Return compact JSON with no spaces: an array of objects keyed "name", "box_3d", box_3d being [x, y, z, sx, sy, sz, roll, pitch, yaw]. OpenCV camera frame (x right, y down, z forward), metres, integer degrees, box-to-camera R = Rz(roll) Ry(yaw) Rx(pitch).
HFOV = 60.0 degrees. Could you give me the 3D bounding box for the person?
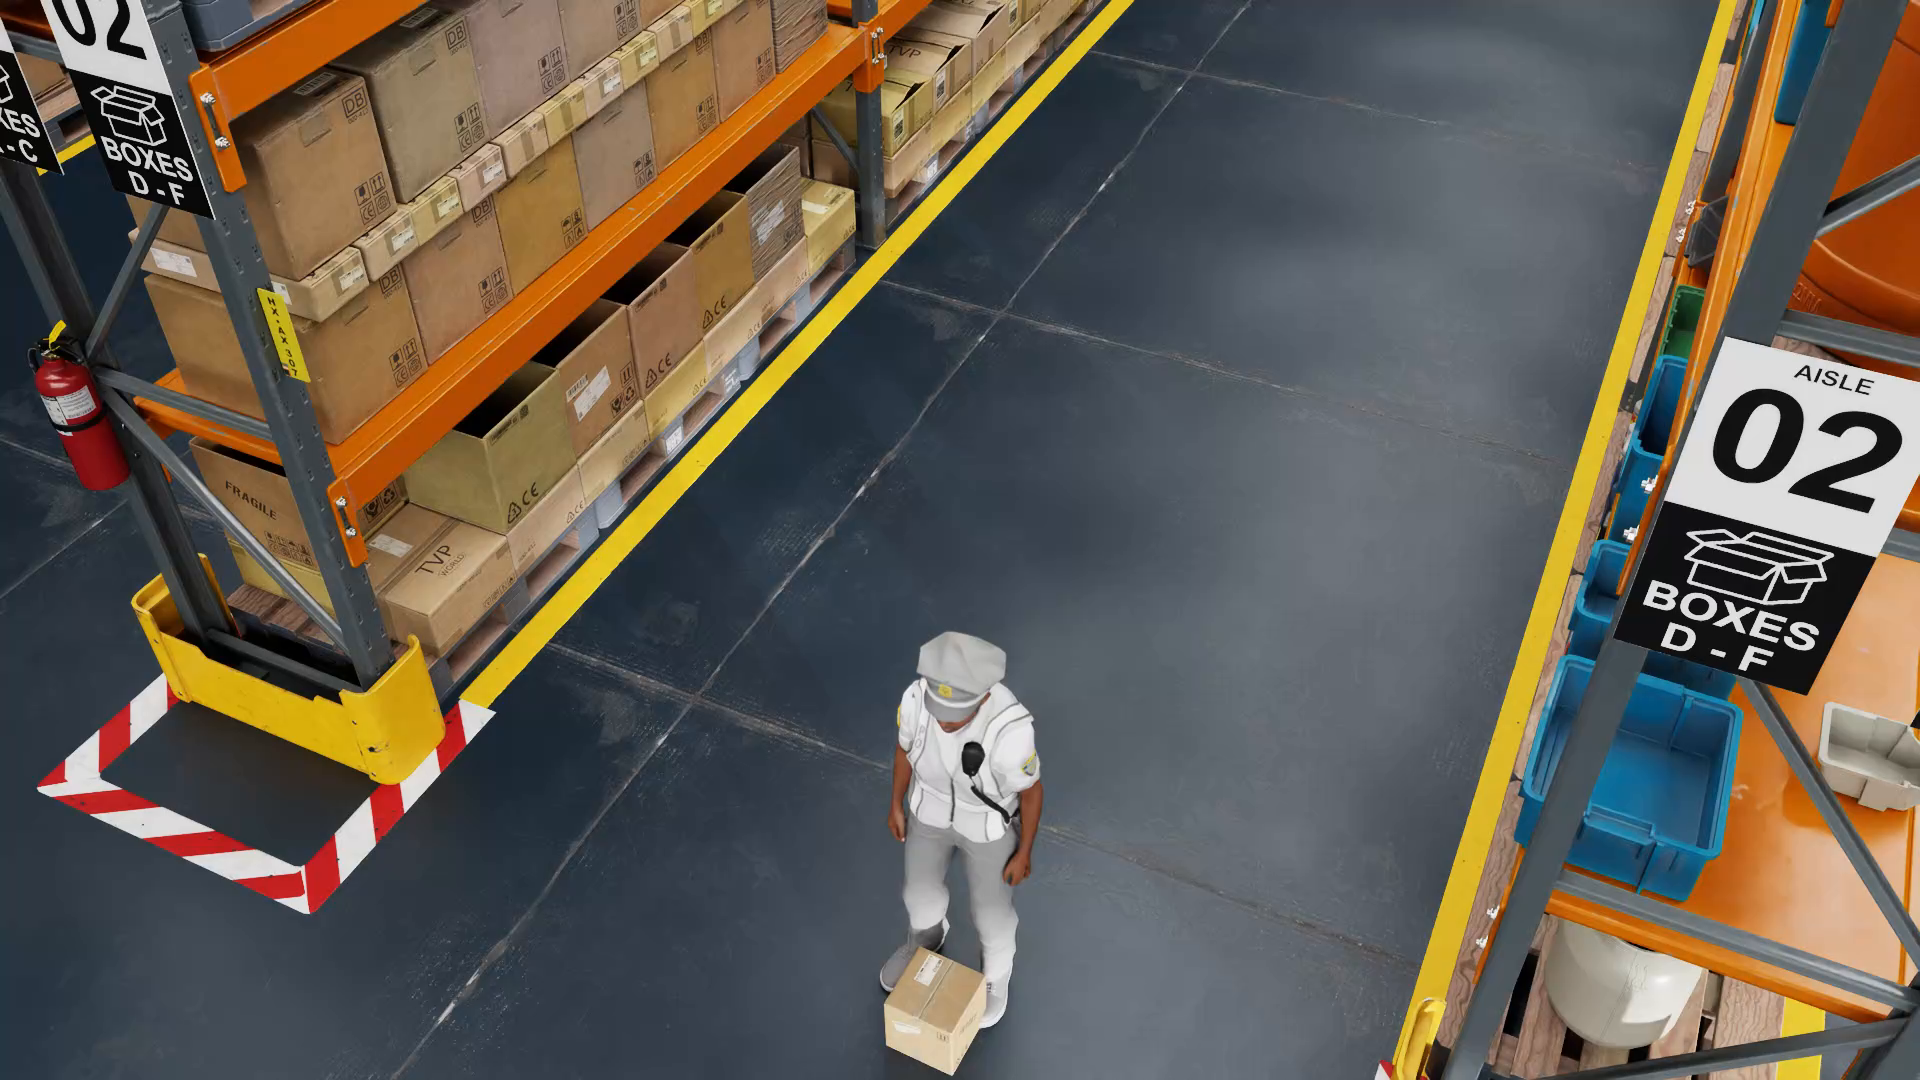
[{"name":"person","box_3d":[0.005,0.886,5.184,0.505,1.659,0.393,18,45,19]}]
